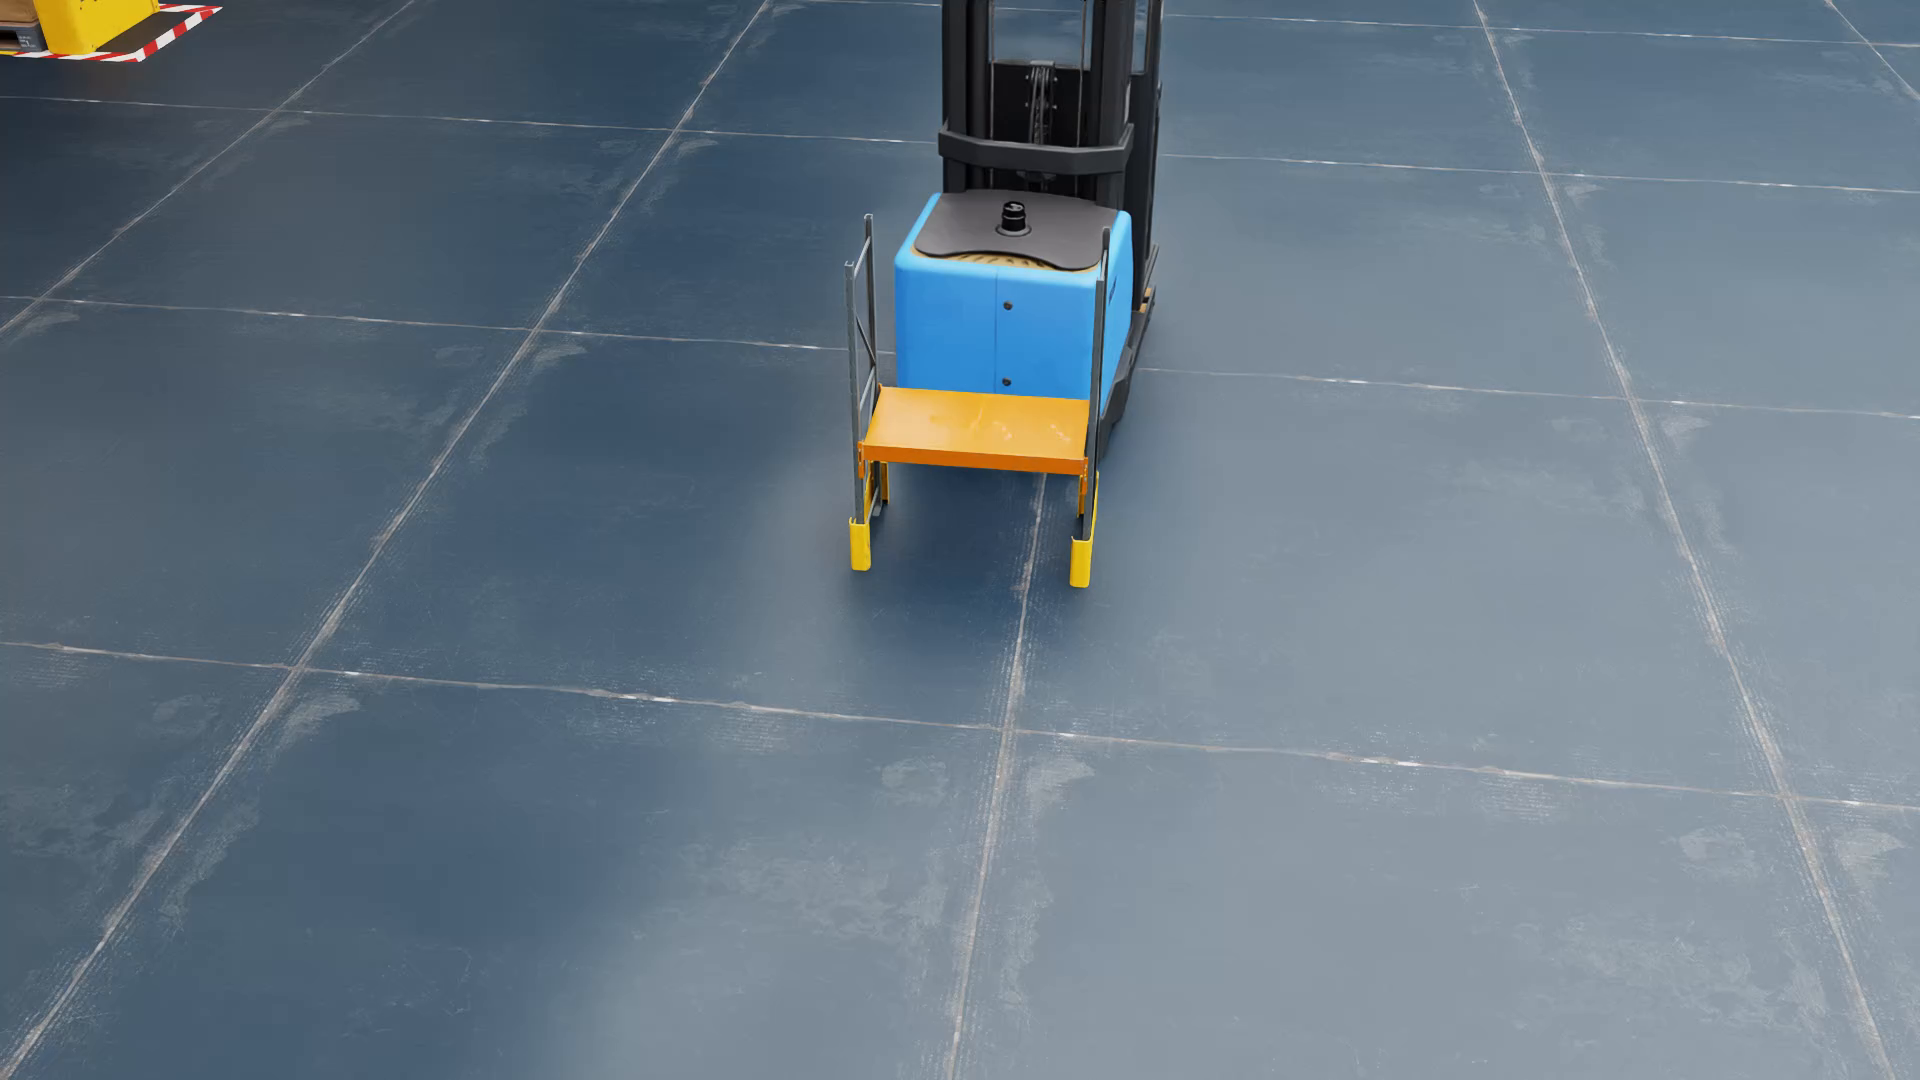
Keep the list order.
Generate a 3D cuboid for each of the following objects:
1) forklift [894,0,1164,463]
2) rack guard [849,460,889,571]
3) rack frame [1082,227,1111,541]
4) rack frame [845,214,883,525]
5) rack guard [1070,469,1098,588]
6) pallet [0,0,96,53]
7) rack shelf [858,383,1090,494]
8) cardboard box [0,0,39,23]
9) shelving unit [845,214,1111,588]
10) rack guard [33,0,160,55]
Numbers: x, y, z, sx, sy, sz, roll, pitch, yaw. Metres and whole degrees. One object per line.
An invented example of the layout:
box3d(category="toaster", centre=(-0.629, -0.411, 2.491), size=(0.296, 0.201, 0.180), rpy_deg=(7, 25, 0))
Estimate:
box3d(category="forklift", centre=(0.506, -2.405, 8.597), size=(1.130, 2.935, 3.031), rpy_deg=(8, 36, 11))
box3d(category="rack guard", centre=(-0.418, -0.133, 7.721), size=(0.087, 0.250, 0.587), rpy_deg=(4, 36, 6))
box3d(category="rack frame", centre=(0.589, -0.567, 7.253), size=(0.032, 1.500, 0.500), rpy_deg=(4, 36, 6))
box3d(category="rack frame", centre=(-0.420, -0.642, 7.358), size=(0.032, 1.500, 0.500), rpy_deg=(4, 36, 6))
box3d(category="rack guard", centre=(0.570, -0.059, 7.618), size=(0.087, 0.250, 0.587), rpy_deg=(4, 36, 6))
box3d(category="pallet", centre=(-7.799, -4.266, 13.546), size=(1.213, 0.211, 1.003), rpy_deg=(4, 36, 6))
box3d(category="rack shelf", centre=(0.085, -0.458, 7.410), size=(1.000, 0.185, 0.538), rpy_deg=(4, 36, 6))
box3d(category="cardboard box", centre=(-7.677, -4.705, 13.228), size=(0.875, 0.875, 0.875), rpy_deg=(4, 36, 6))
box3d(category="shelving unit", centre=(0.076, -0.605, 7.306), size=(1.083, 1.500, 0.587), rpy_deg=(4, 36, 6))
box3d(category="rack guard", centre=(-6.972, -4.368, 13.440), size=(0.348, 0.500, 1.175), rpy_deg=(4, 36, 6))
